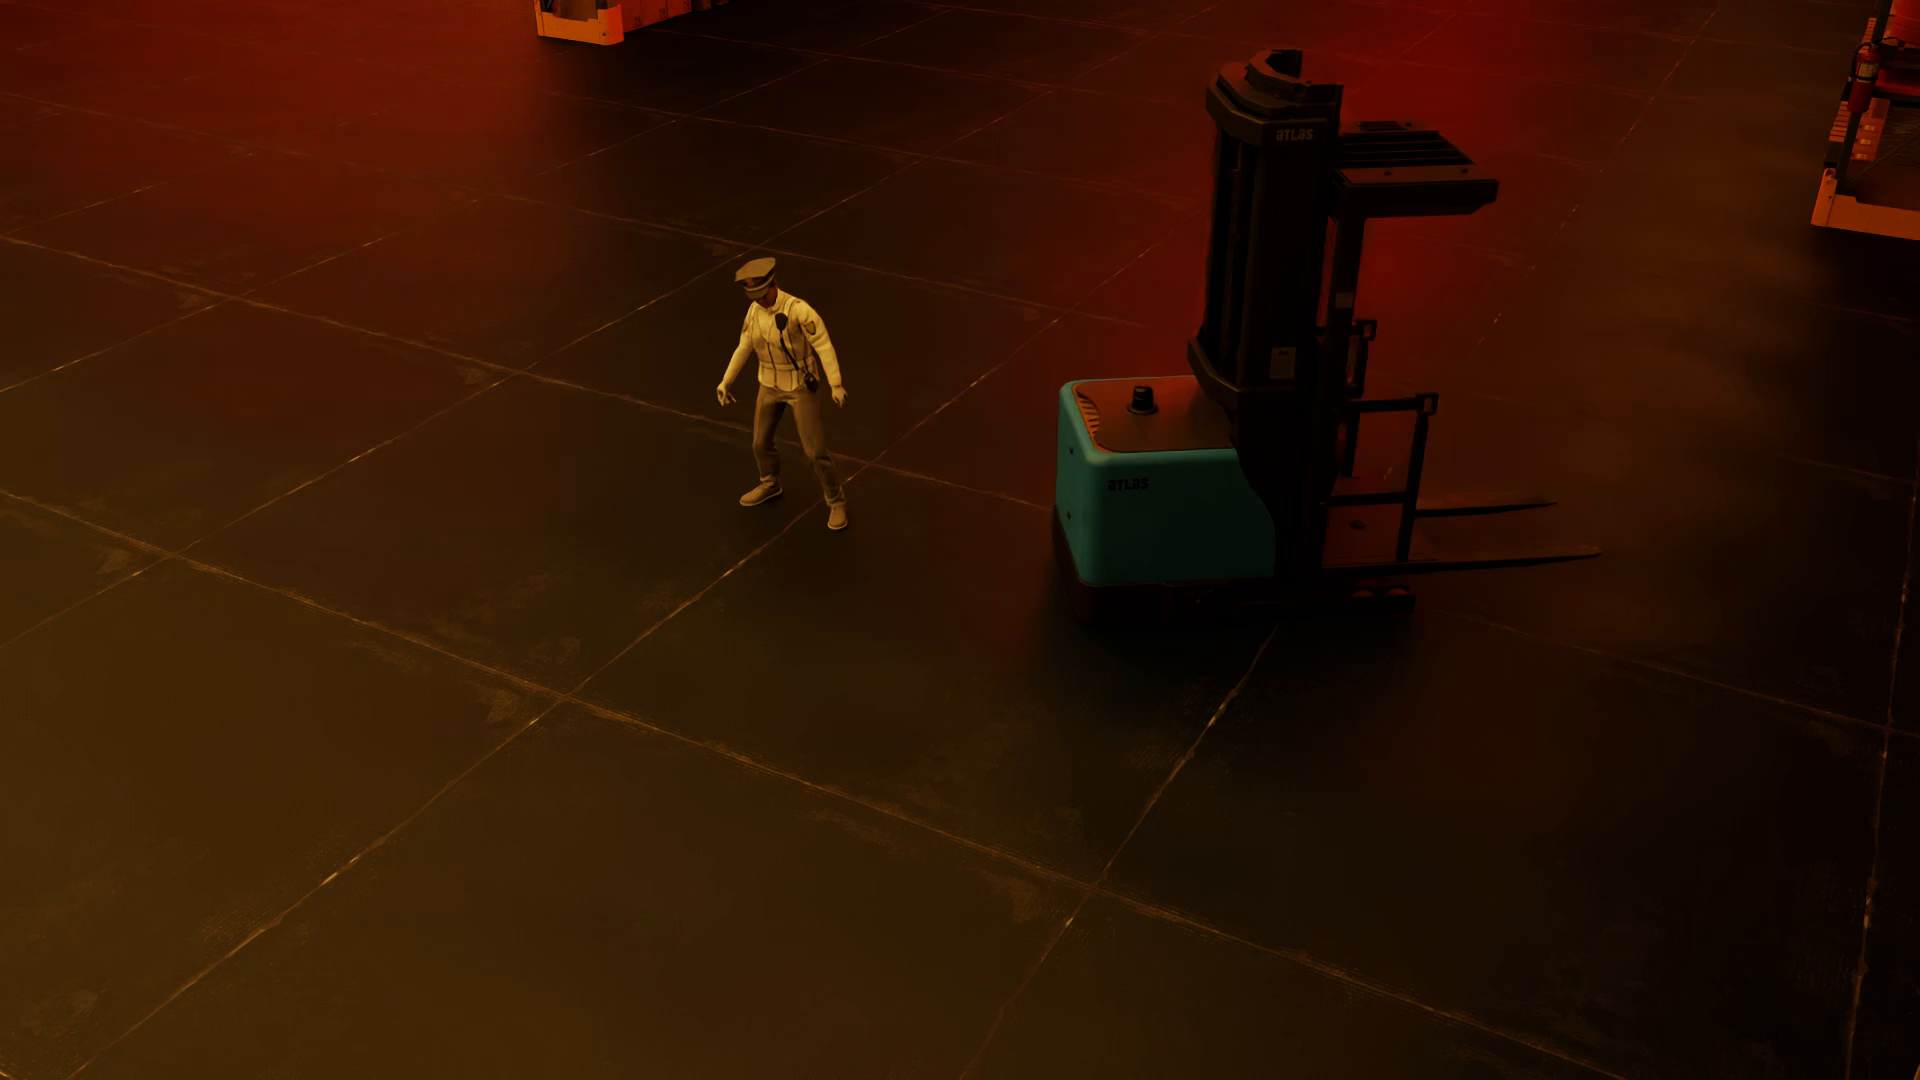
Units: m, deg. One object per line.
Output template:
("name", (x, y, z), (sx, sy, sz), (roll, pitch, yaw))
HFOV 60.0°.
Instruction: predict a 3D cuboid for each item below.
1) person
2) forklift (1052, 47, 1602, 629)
("person", (-1.047, -0.886, 9.920), (0.838, 1.633, 0.388), (16, 33, 25))
("forklift", (2.101, -1.085, 8.950), (3.031, 2.935, 1.130), (-3, 30, -5))
